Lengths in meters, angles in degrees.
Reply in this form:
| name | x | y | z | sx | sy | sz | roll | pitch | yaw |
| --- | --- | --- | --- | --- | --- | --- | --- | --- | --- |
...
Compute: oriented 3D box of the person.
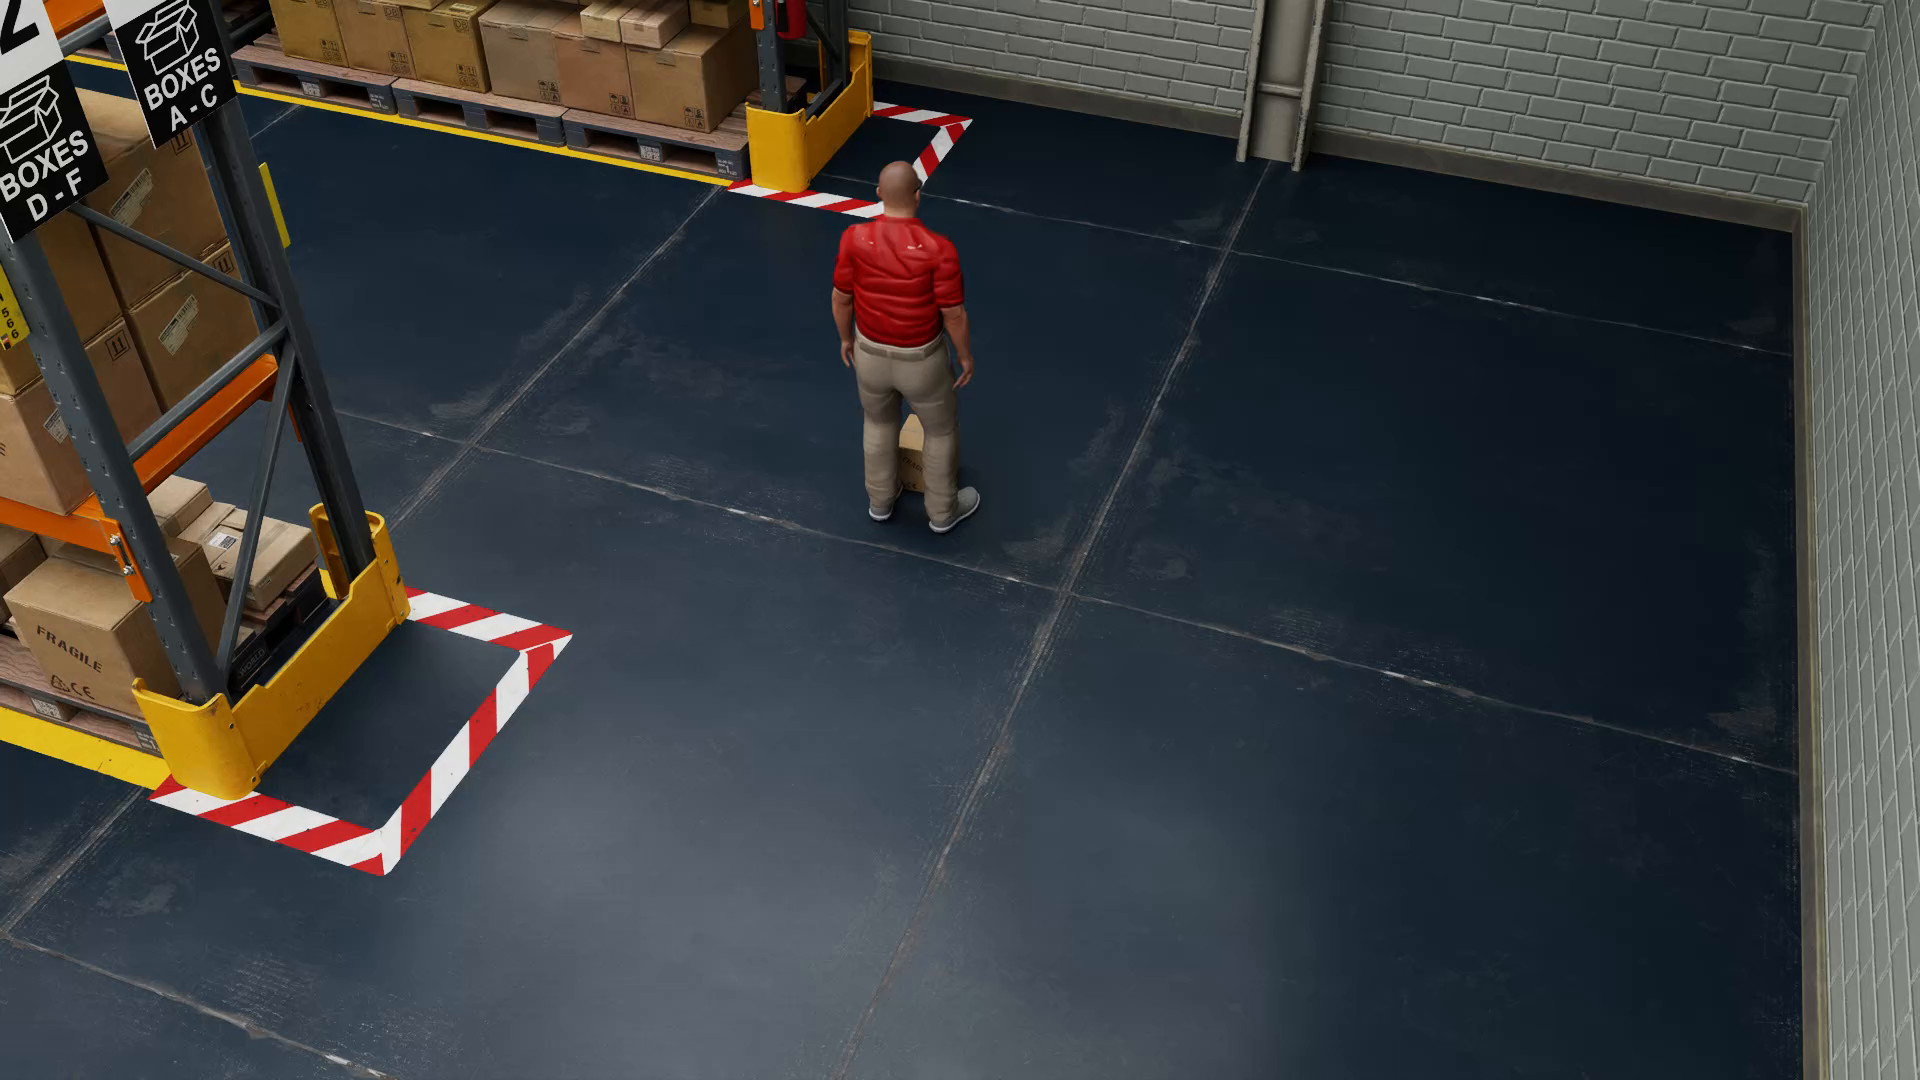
| name | x | y | z | sx | sy | sz | roll | pitch | yaw |
| --- | --- | --- | --- | --- | --- | --- | --- | --- | --- |
| person | -0.234 | -0.792 | 7.072 | 0.603 | 1.728 | 0.384 | 12 | 43 | 13 |
